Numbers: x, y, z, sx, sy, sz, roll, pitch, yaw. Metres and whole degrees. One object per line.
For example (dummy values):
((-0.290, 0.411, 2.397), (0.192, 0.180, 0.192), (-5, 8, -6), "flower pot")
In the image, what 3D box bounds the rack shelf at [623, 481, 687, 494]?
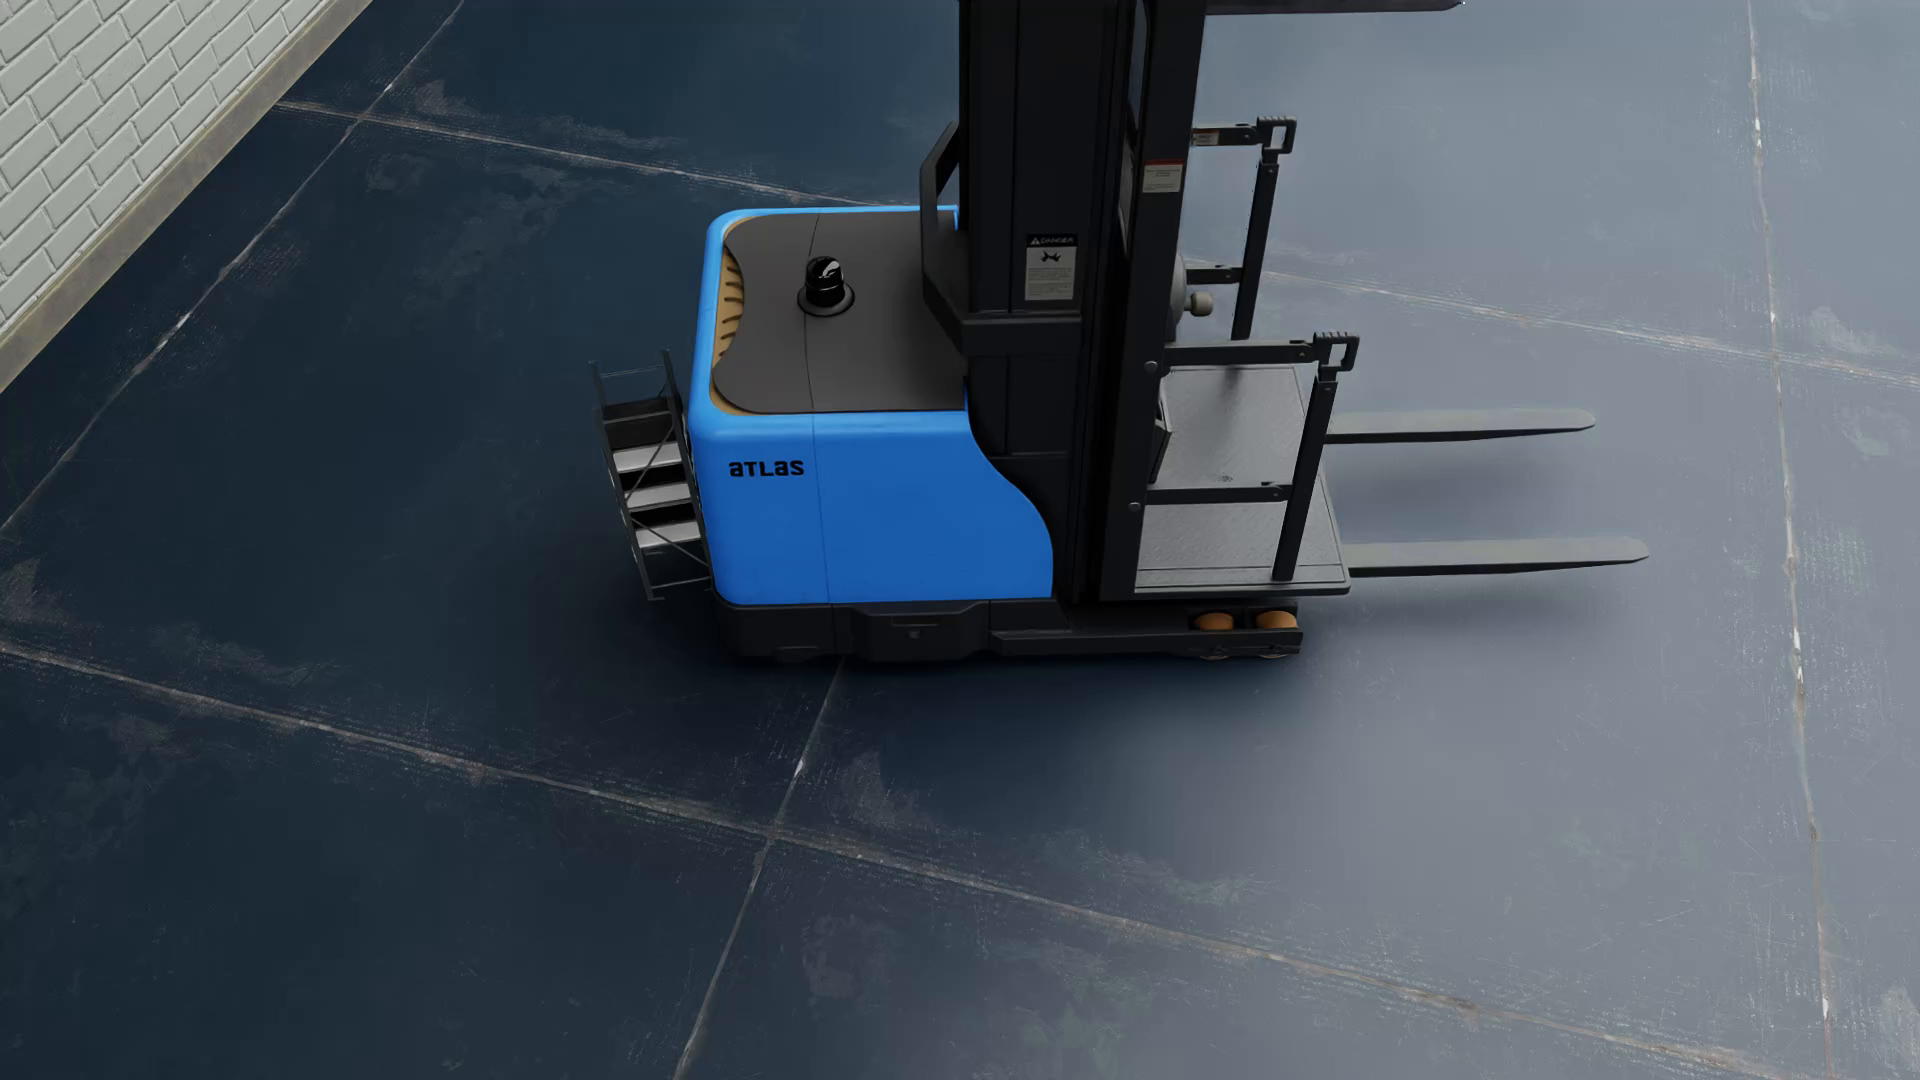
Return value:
((-0.968, -0.234, 5.253), (0.199, 0.015, 0.184), (-10, 49, -5), "rack shelf")

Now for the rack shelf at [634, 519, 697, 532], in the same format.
((-0.960, -0.116, 5.389), (0.199, 0.015, 0.184), (-10, 49, -5), "rack shelf")

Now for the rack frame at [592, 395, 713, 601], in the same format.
((-0.946, -0.112, 5.241), (0.240, 0.900, 0.006), (-10, 49, -5), "rack frame")

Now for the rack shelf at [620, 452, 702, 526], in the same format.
((-0.964, -0.165, 5.332), (0.258, 0.077, 0.200), (-10, 49, -5), "rack shelf")

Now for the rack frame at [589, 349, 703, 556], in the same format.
((-0.984, -0.262, 5.373), (0.240, 0.900, 0.006), (-10, 49, -5), "rack frame")

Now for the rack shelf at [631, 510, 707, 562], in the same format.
((-0.956, -0.048, 5.468), (0.258, 0.077, 0.200), (-10, 49, -5), "rack shelf")

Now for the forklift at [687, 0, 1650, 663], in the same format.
((0.720, -0.980, 4.660), (3.031, 2.935, 1.130), (-2, 49, -1), "forklift")

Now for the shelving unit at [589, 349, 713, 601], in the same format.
((-0.965, -0.187, 5.307), (0.258, 0.900, 0.210), (-10, 49, -5), "shelving unit")

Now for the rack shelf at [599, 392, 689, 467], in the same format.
((-0.975, -0.342, 5.128), (0.258, 0.077, 0.200), (-10, 49, -5), "rack shelf")

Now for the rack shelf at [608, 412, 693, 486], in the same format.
((-0.971, -0.283, 5.196), (0.258, 0.077, 0.200), (-10, 49, -5), "rack shelf")
